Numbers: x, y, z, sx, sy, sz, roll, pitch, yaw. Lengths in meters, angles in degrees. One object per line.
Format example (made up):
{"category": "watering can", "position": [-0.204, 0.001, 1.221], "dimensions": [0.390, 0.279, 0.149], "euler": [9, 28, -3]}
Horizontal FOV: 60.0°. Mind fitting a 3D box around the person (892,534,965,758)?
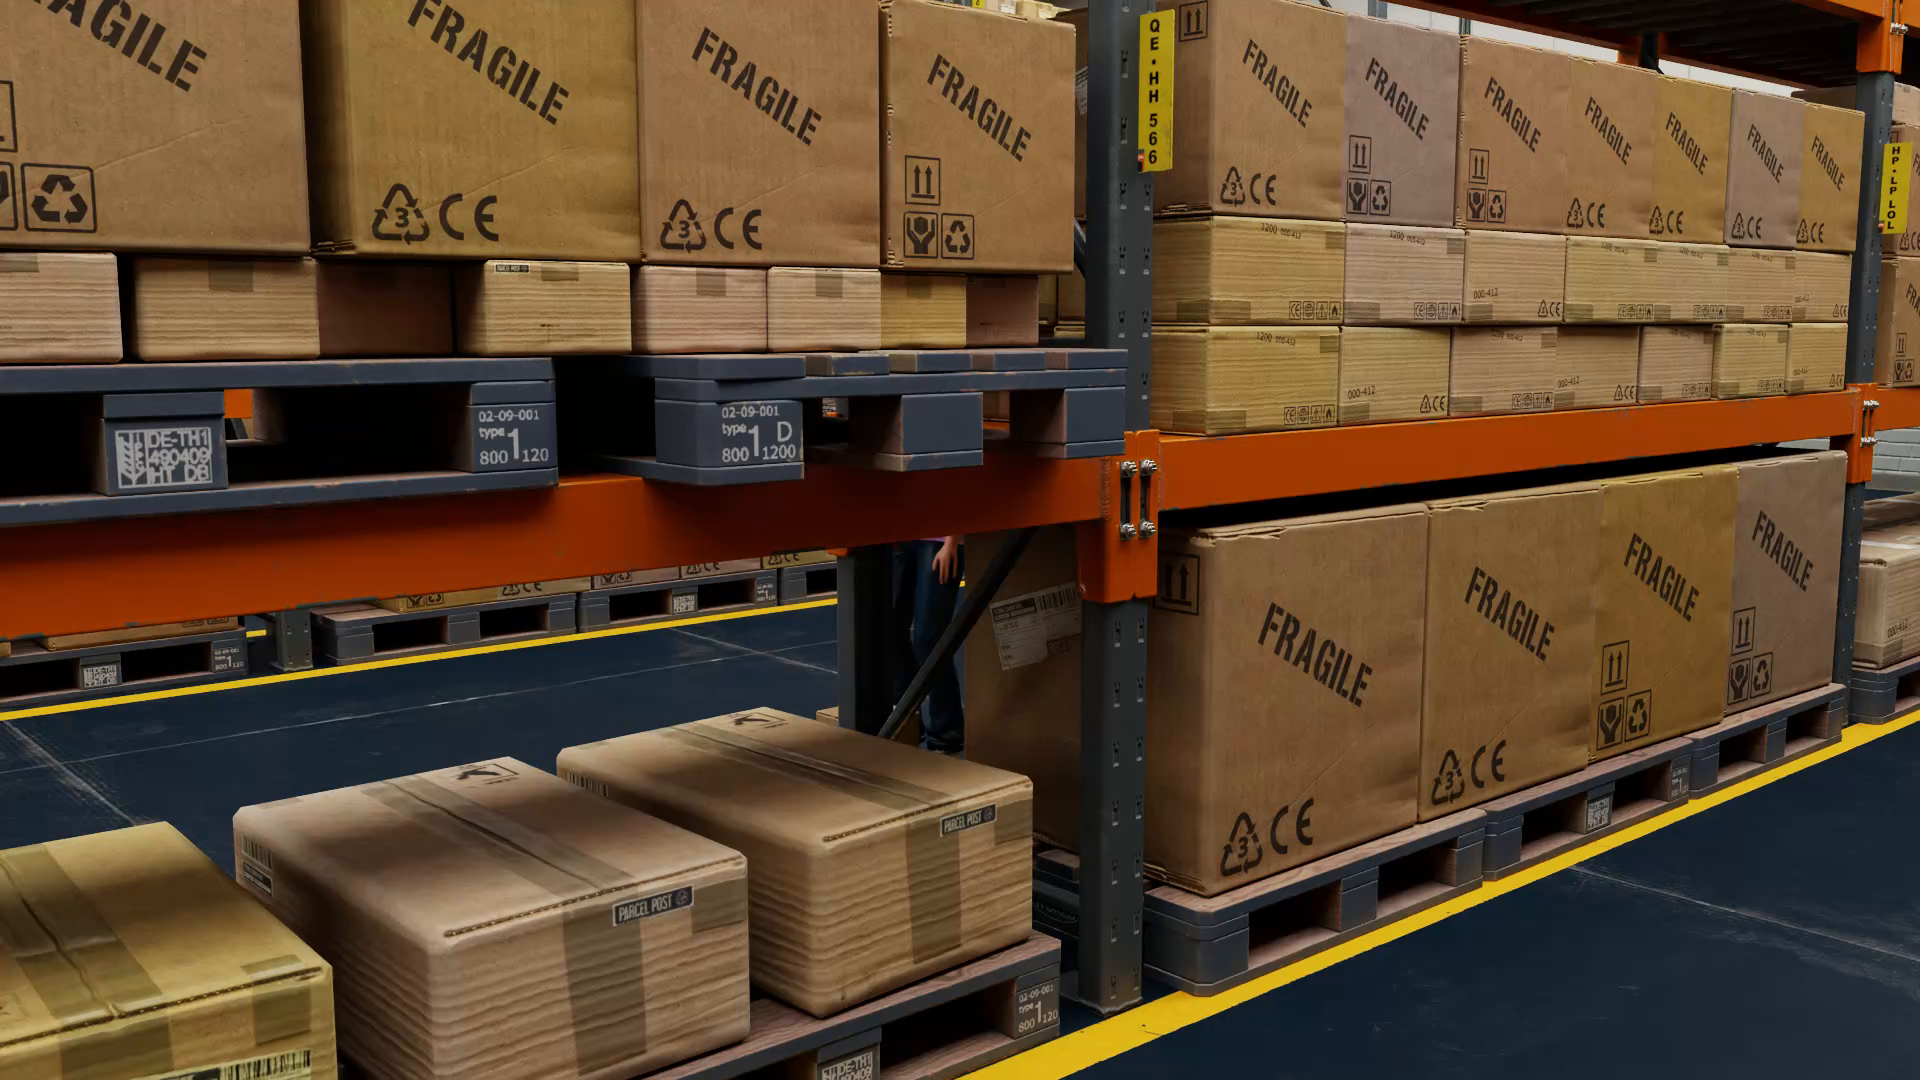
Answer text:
{"category": "person", "position": [-0.140, 0.017, 5.717], "dimensions": [0.346, 1.591, 0.459], "euler": [-7, 10, -41]}
